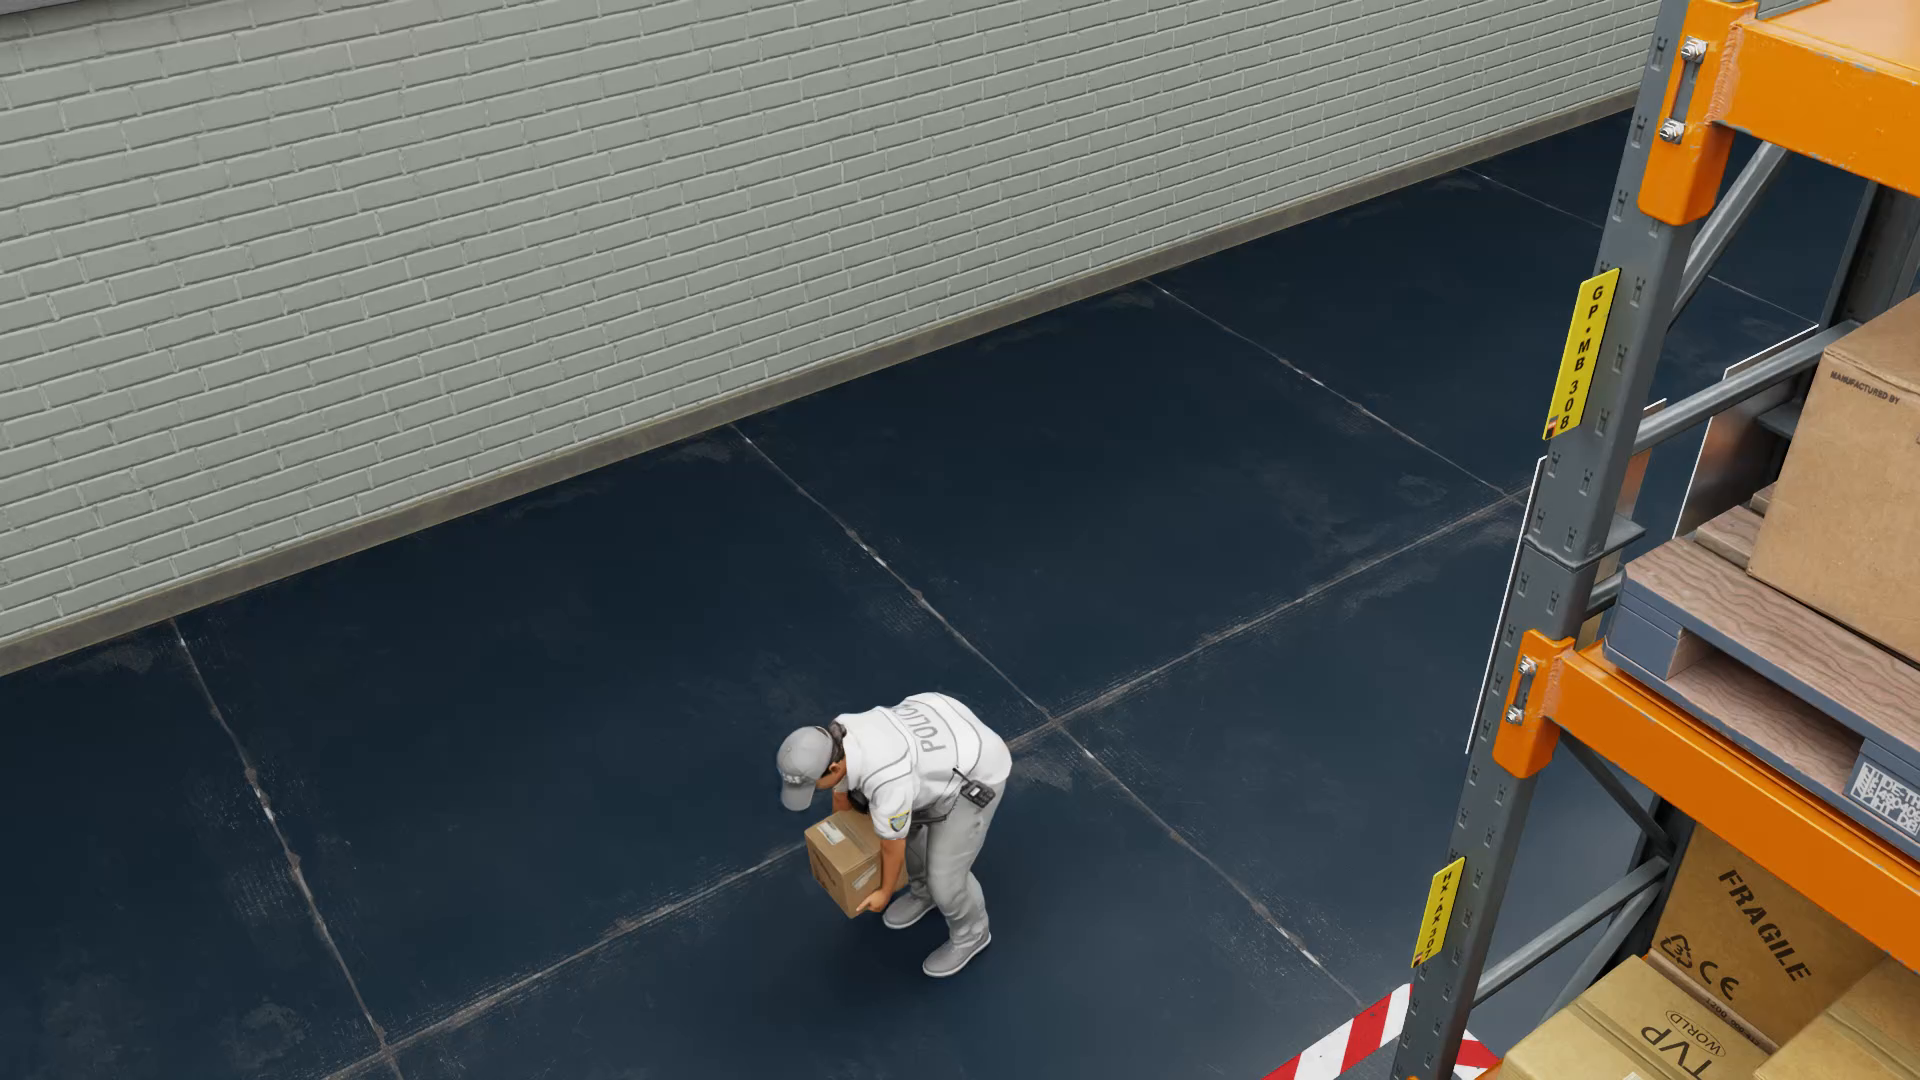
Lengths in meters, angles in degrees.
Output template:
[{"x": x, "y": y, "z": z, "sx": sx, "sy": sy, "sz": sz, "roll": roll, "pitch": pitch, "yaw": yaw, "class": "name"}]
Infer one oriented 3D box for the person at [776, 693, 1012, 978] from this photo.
[{"x": -0.235, "y": 1.037, "z": 5.895, "sx": 0.875, "sy": 1.323, "sz": 0.458, "roll": -24, "pitch": 43, "yaw": -29, "class": "person"}]
